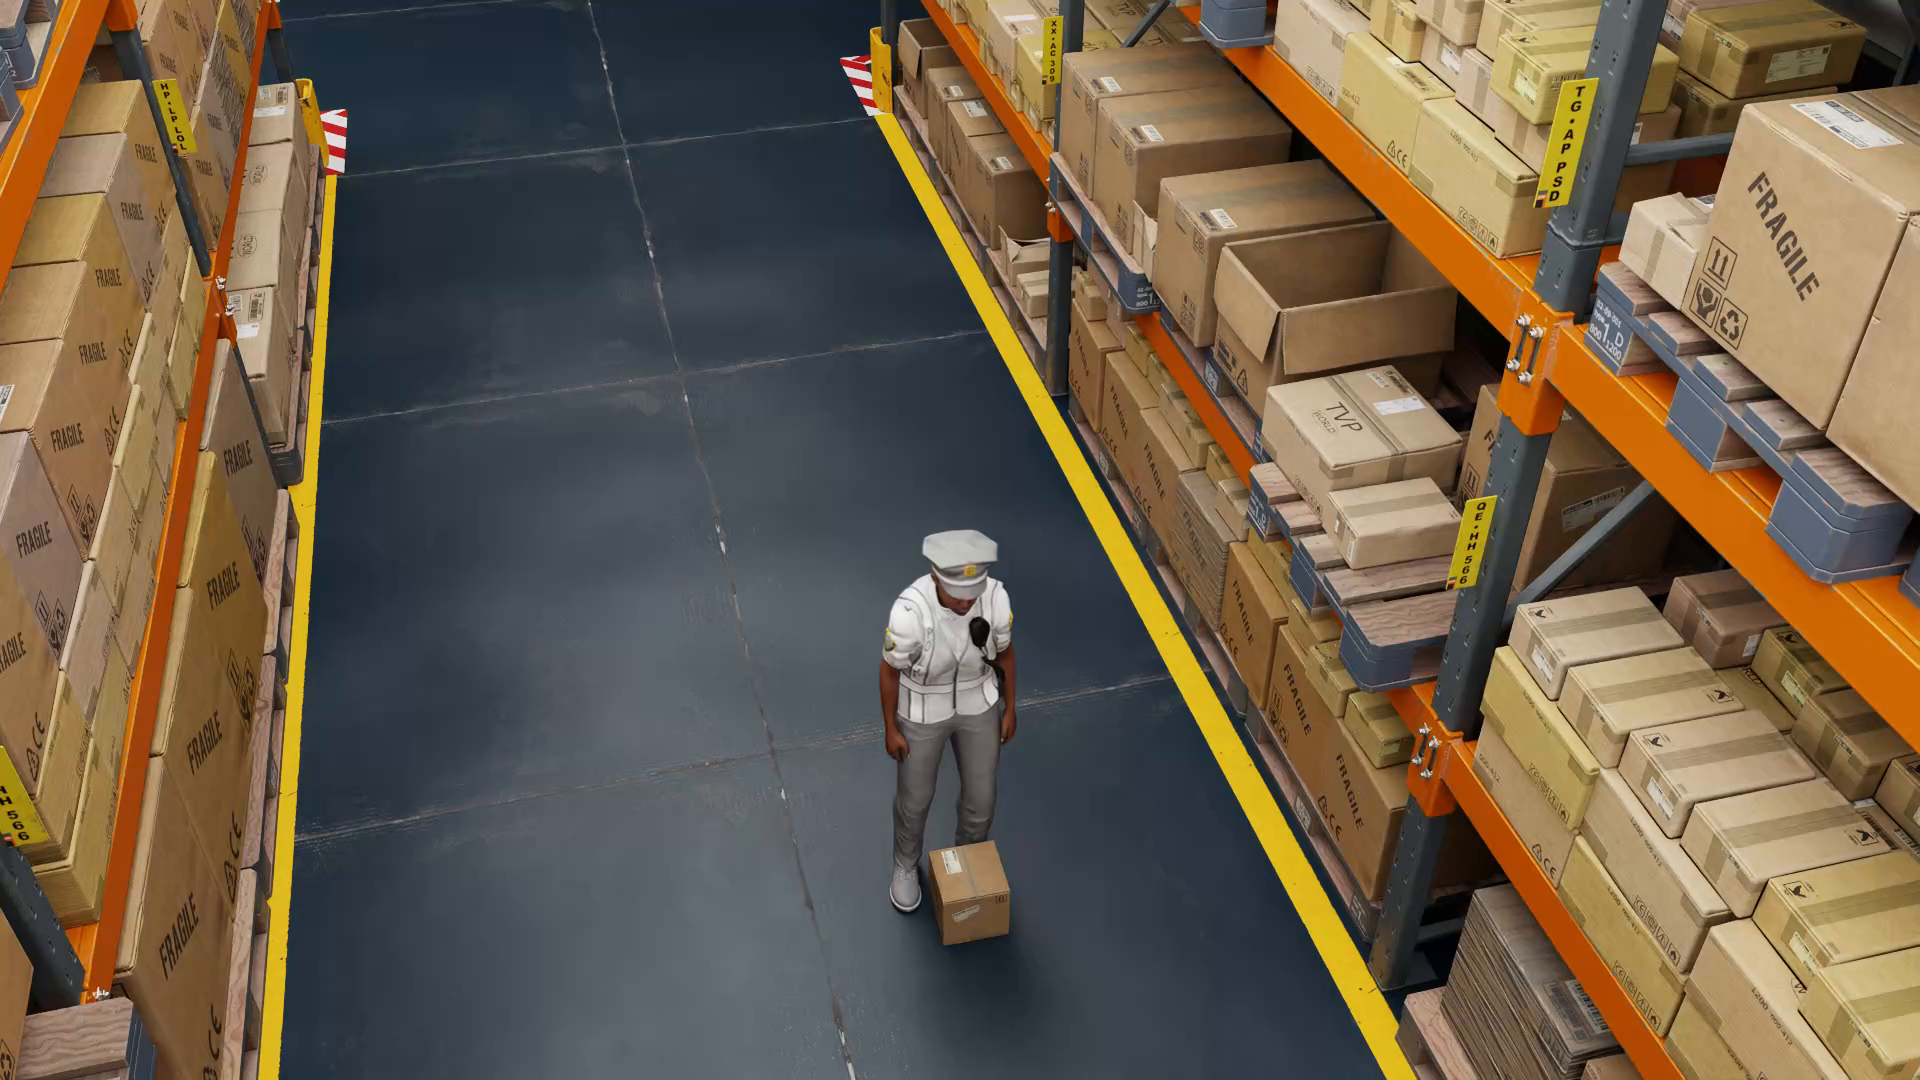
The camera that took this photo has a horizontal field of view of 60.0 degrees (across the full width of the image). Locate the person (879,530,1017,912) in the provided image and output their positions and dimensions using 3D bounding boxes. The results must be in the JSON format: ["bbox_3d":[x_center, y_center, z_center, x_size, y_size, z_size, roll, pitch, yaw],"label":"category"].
[{"bbox_3d":[-0.039,0.631,5.917,0.506,1.660,0.415,-9,39,-11],"label":"person"}]
